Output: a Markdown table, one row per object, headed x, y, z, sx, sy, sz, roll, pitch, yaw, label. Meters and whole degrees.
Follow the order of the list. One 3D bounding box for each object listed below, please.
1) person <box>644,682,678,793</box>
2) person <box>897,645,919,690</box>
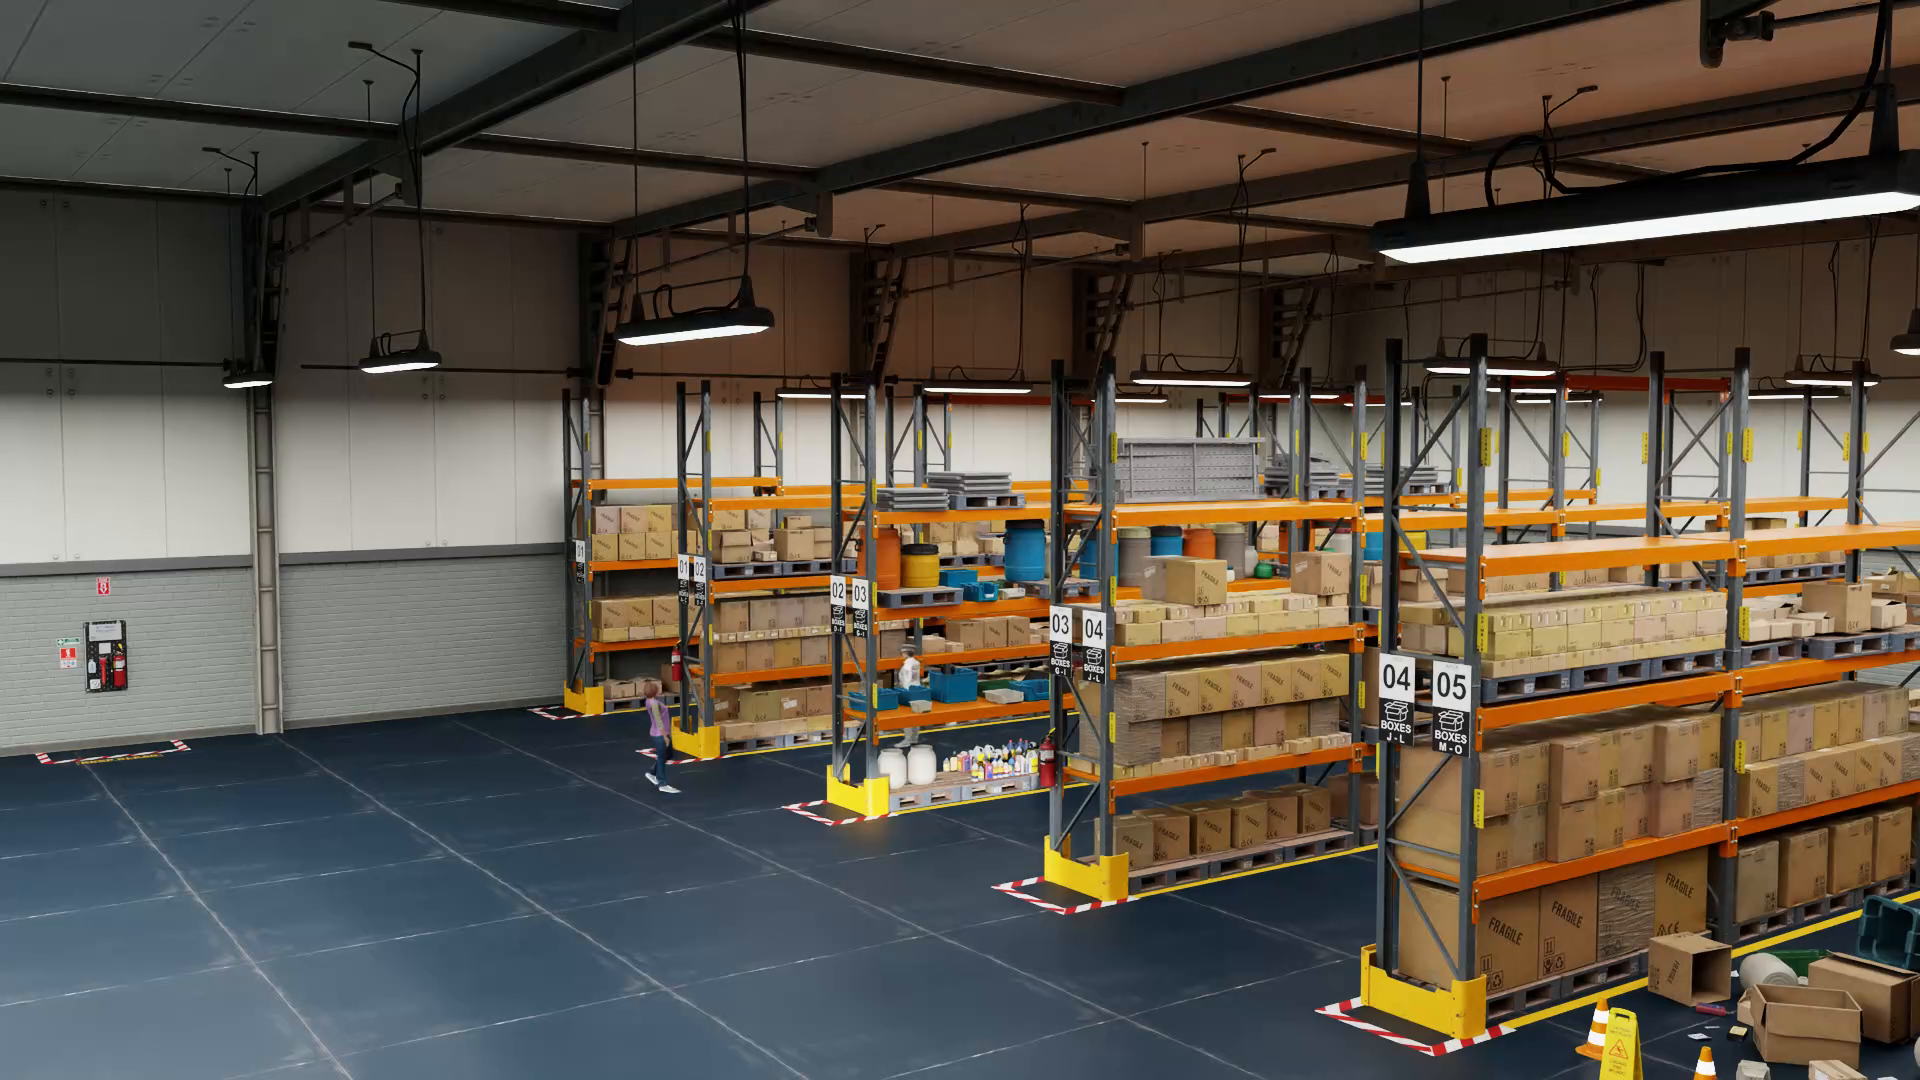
| x | y | z | sx | sy | sz | roll | pitch | yaw | label |
| --- | --- | --- | --- | --- | --- | --- | --- | --- | --- |
| -4.325 | 2.837 | 24.052 | 0.517 | 1.595 | 0.498 | 0 | 4 | 0 | person |
| -0.835 | 2.147 | 27.467 | 0.350 | 0.833 | 0.516 | 1 | 4 | 22 | person |
